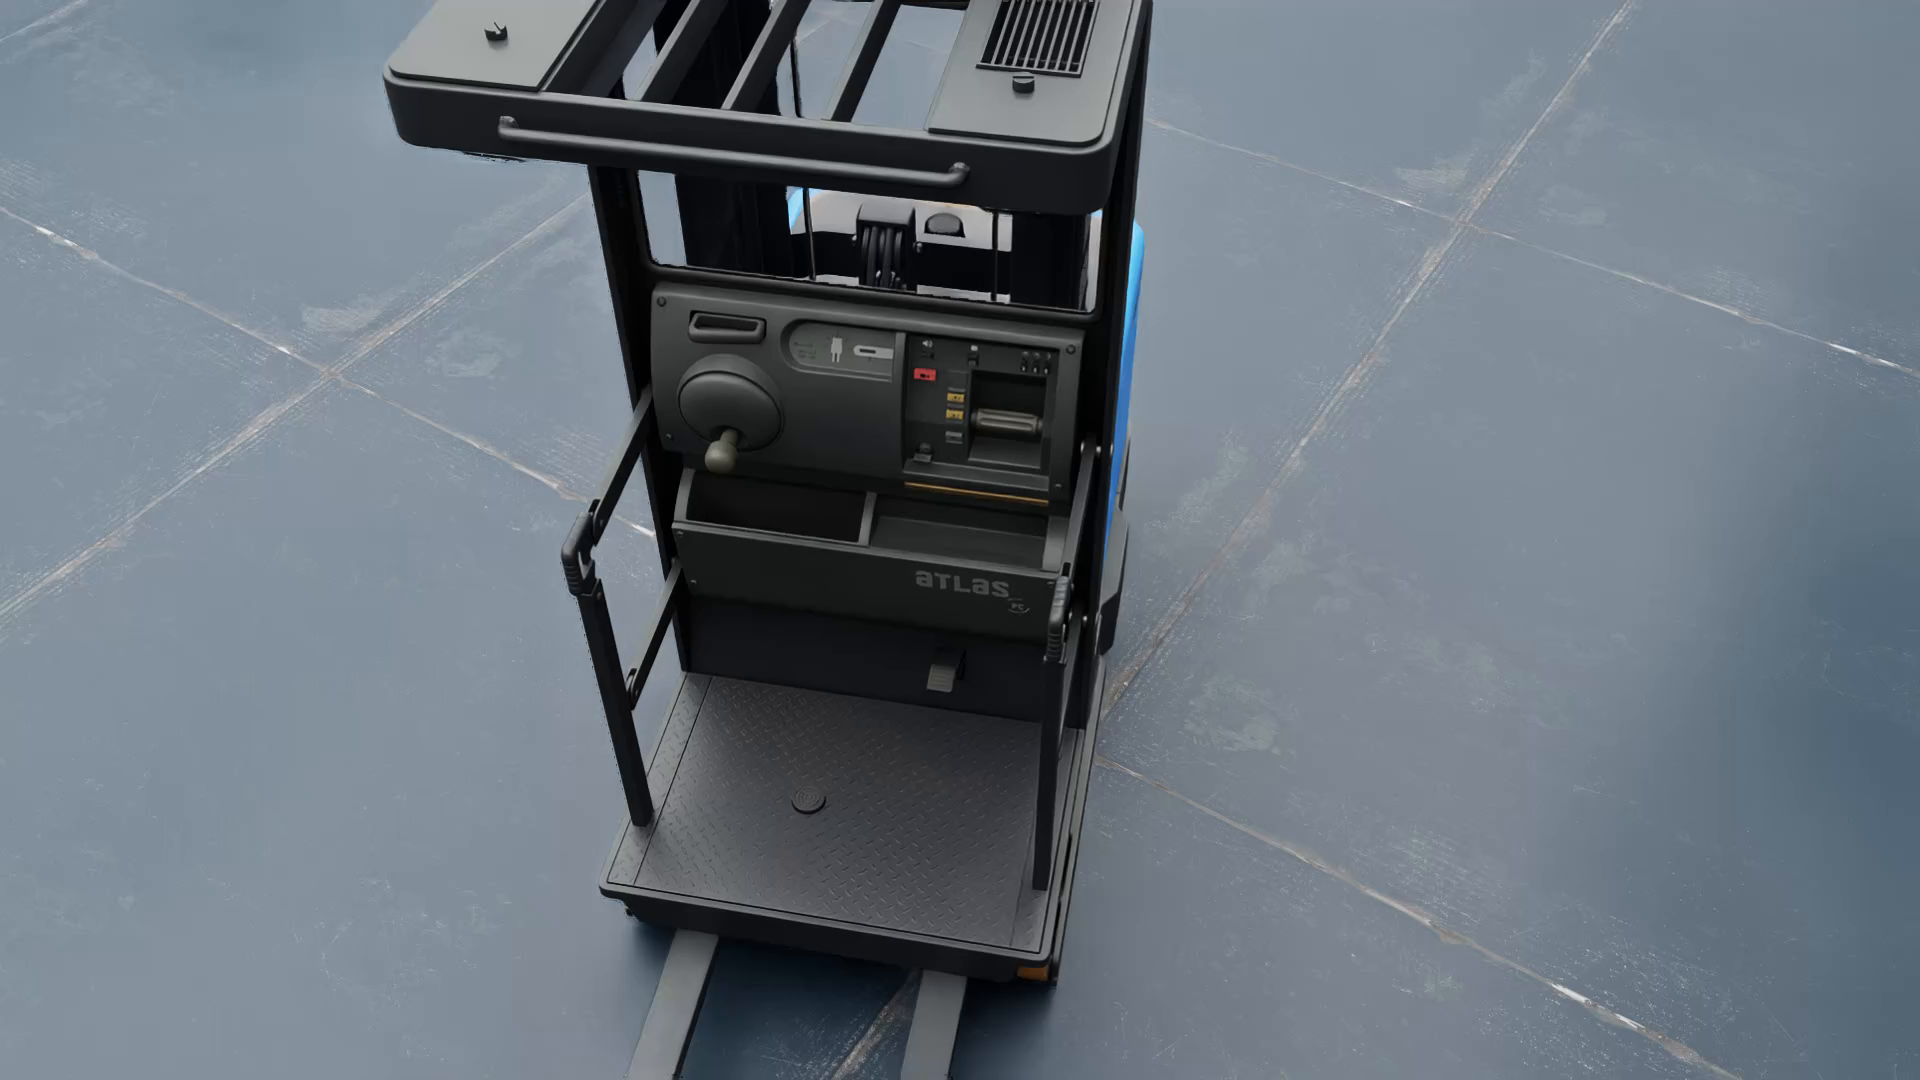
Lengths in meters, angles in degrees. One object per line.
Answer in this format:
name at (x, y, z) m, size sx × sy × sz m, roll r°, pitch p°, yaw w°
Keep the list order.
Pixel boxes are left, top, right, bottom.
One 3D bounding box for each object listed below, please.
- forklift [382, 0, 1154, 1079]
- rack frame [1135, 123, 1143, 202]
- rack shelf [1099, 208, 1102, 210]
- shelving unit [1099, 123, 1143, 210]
forklift at (-0.245, -0.211, 3.412) m, size 1.130 × 2.935 × 3.031 m, roll 8°, pitch 46°, yaw 7°
rack frame at (0.497, -0.722, 5.115) m, size 0.015 × 1.200 × 0.240 m, roll 8°, pitch 46°, yaw 7°
rack shelf at (0.257, -1.028, 4.865) m, size 0.480 × 0.148 × 0.258 m, roll 8°, pitch 46°, yaw 7°
shelving unit at (0.257, -0.754, 5.146) m, size 0.503 × 1.200 × 0.258 m, roll 8°, pitch 46°, yaw 7°
